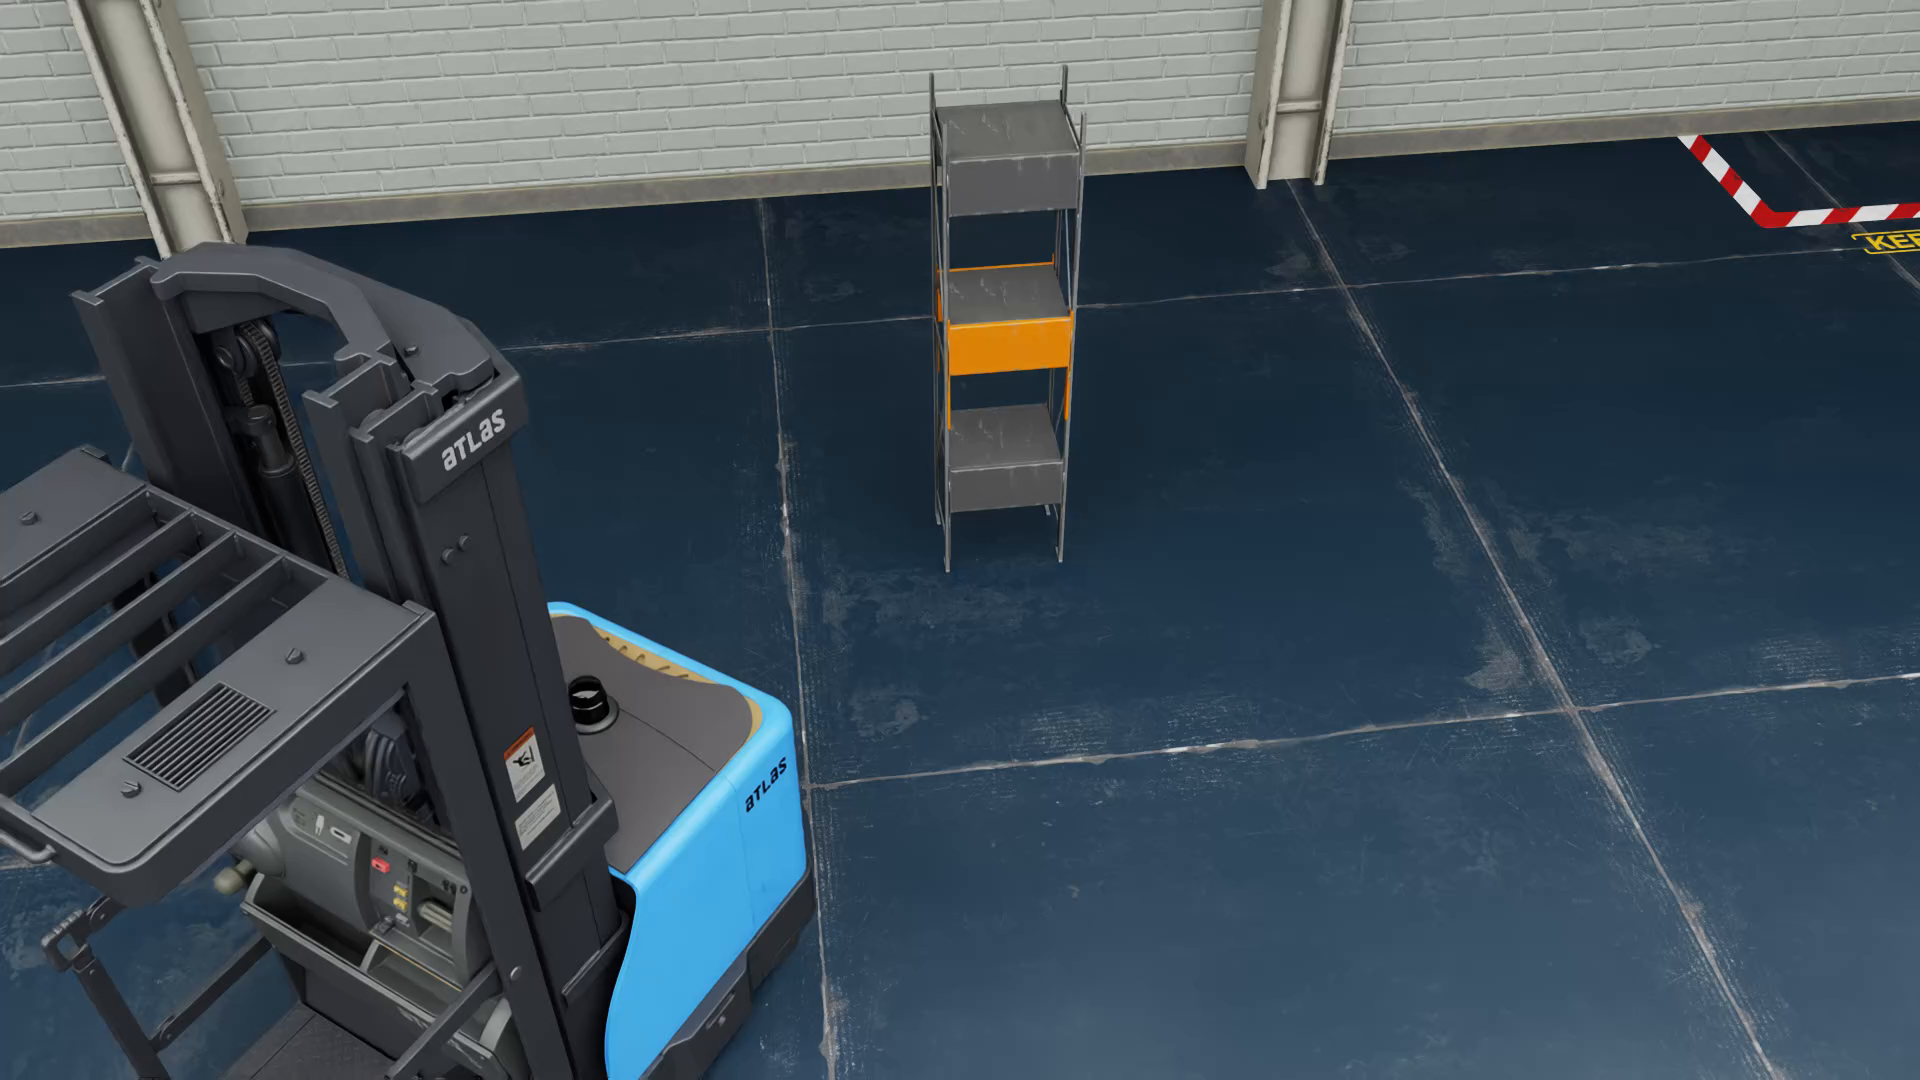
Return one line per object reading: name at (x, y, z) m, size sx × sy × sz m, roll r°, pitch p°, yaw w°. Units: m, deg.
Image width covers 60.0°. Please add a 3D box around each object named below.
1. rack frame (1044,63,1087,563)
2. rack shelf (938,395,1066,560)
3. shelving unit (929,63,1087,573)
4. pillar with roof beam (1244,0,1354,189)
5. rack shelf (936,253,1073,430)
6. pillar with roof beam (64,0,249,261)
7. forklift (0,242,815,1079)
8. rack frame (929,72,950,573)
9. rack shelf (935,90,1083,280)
rack frame at (0.406, -0.815, 6.586) m, size 0.015 × 2.100 × 0.400 m, roll -5°, pitch 42°, yaw -6°
rack shelf at (0.164, -0.264, 7.041) m, size 0.480 × 0.518 × 0.431 m, roll -5°, pitch 42°, yaw -6°
shelving unit at (0.164, -0.794, 6.563) m, size 0.503 × 2.100 × 0.431 m, roll -5°, pitch 42°, yaw -6°
pillar with roof beam at (2.422, -2.599, 3.413) m, size 0.400 × 9.000 × 9.100 m, roll -5°, pitch 42°, yaw -6°
rack shelf at (0.164, -0.784, 6.572) m, size 0.480 × 0.518 × 0.431 m, roll -5°, pitch 42°, yaw -6°
pillar with roof beam at (-3.527, -2.078, 2.835) m, size 0.400 × 9.000 × 9.100 m, roll -5°, pitch 42°, yaw -6°
forklift at (-1.684, 0.900, 4.063) m, size 1.130 × 2.935 × 3.031 m, roll 22°, pitch 46°, yaw 22°
rack frame at (-0.078, -0.773, 6.539) m, size 0.015 × 2.100 × 0.400 m, roll -5°, pitch 42°, yaw -6°
rack shelf at (0.164, -1.304, 6.103) m, size 0.480 × 0.518 × 0.431 m, roll -5°, pitch 42°, yaw -6°
